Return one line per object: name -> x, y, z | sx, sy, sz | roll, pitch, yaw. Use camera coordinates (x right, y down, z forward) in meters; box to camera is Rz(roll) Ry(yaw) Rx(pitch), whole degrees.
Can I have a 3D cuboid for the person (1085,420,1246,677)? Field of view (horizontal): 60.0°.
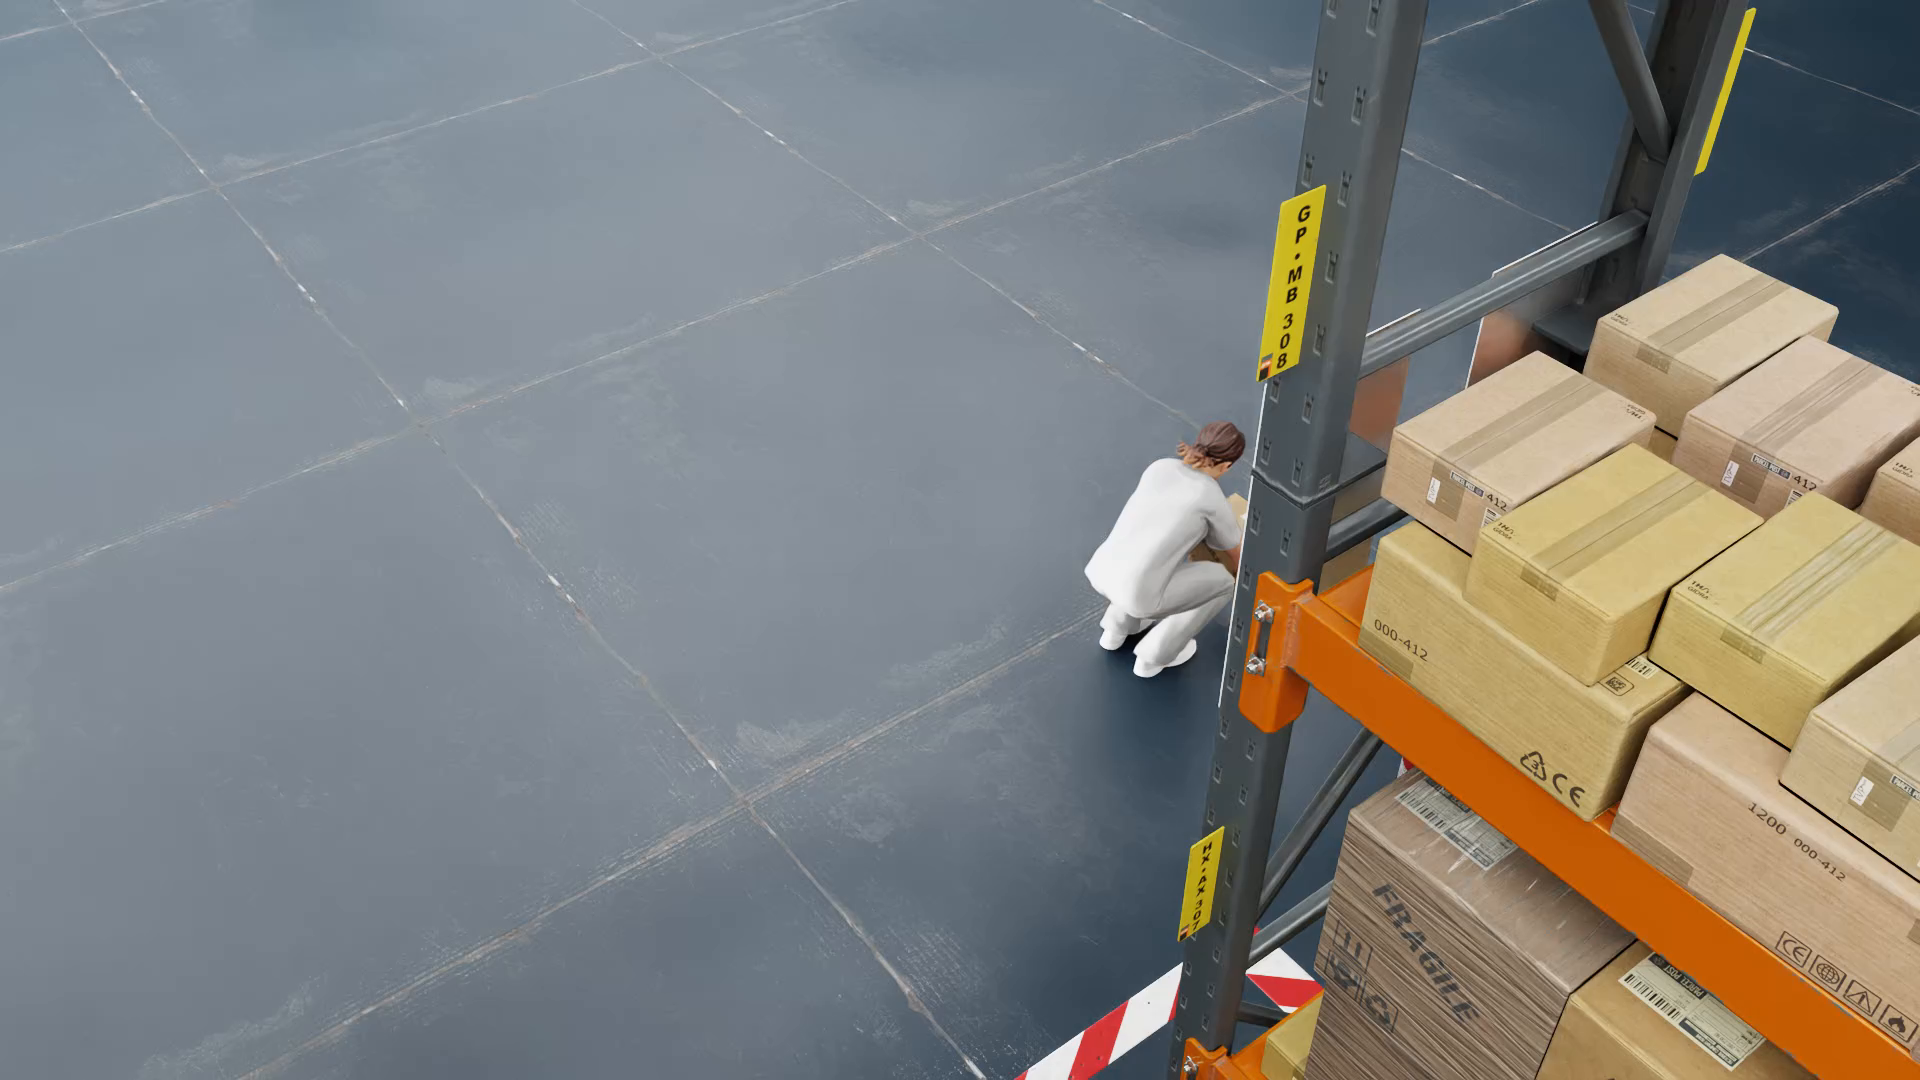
person -> 0.857, 0.026, 6.693 | 0.801, 0.946, 0.487 | -27, 47, -28
